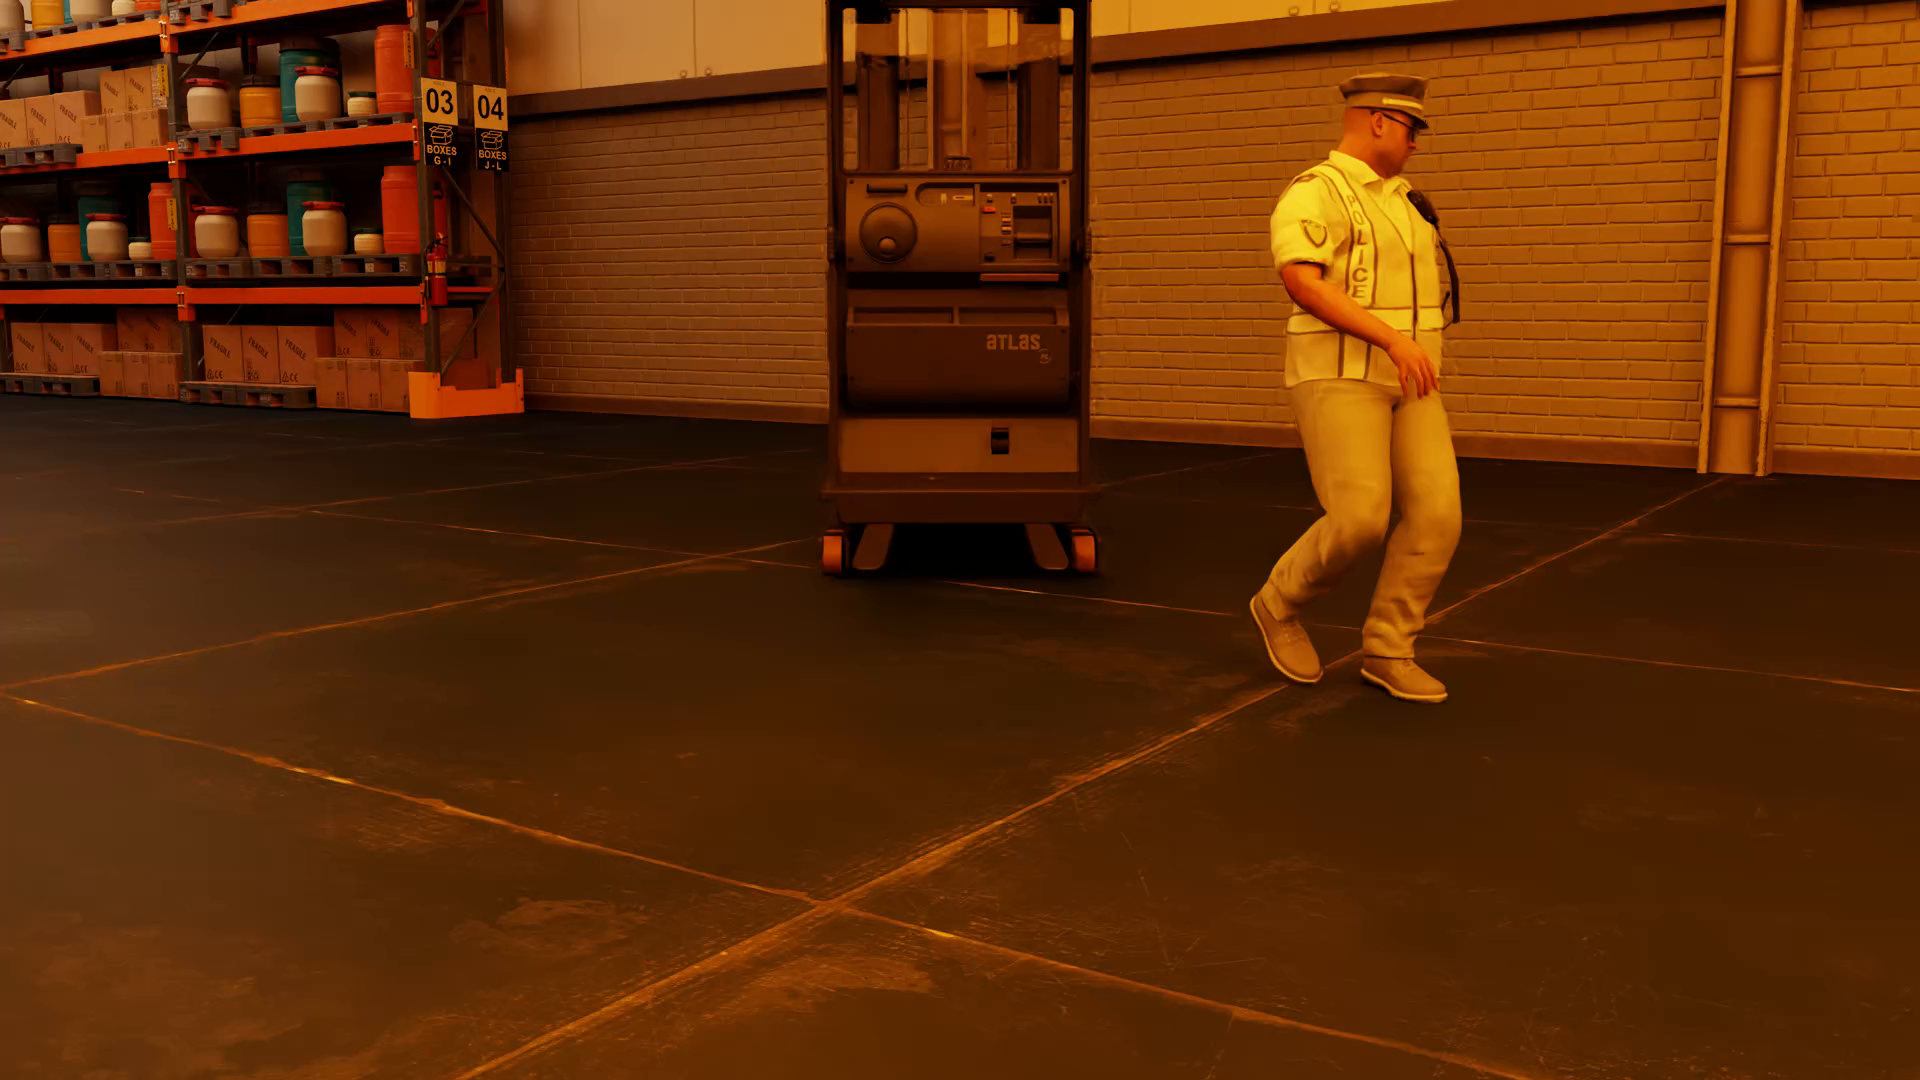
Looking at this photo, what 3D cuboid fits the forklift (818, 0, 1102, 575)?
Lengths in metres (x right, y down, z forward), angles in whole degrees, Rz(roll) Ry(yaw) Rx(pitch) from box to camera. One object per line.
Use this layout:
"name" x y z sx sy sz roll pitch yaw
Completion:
"forklift" -0.005 -1.351 6.694 1.130 2.935 3.031 0 8 0

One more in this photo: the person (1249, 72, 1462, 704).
"person" 1.181 -0.427 4.606 0.728 1.700 0.562 -4 9 -28
